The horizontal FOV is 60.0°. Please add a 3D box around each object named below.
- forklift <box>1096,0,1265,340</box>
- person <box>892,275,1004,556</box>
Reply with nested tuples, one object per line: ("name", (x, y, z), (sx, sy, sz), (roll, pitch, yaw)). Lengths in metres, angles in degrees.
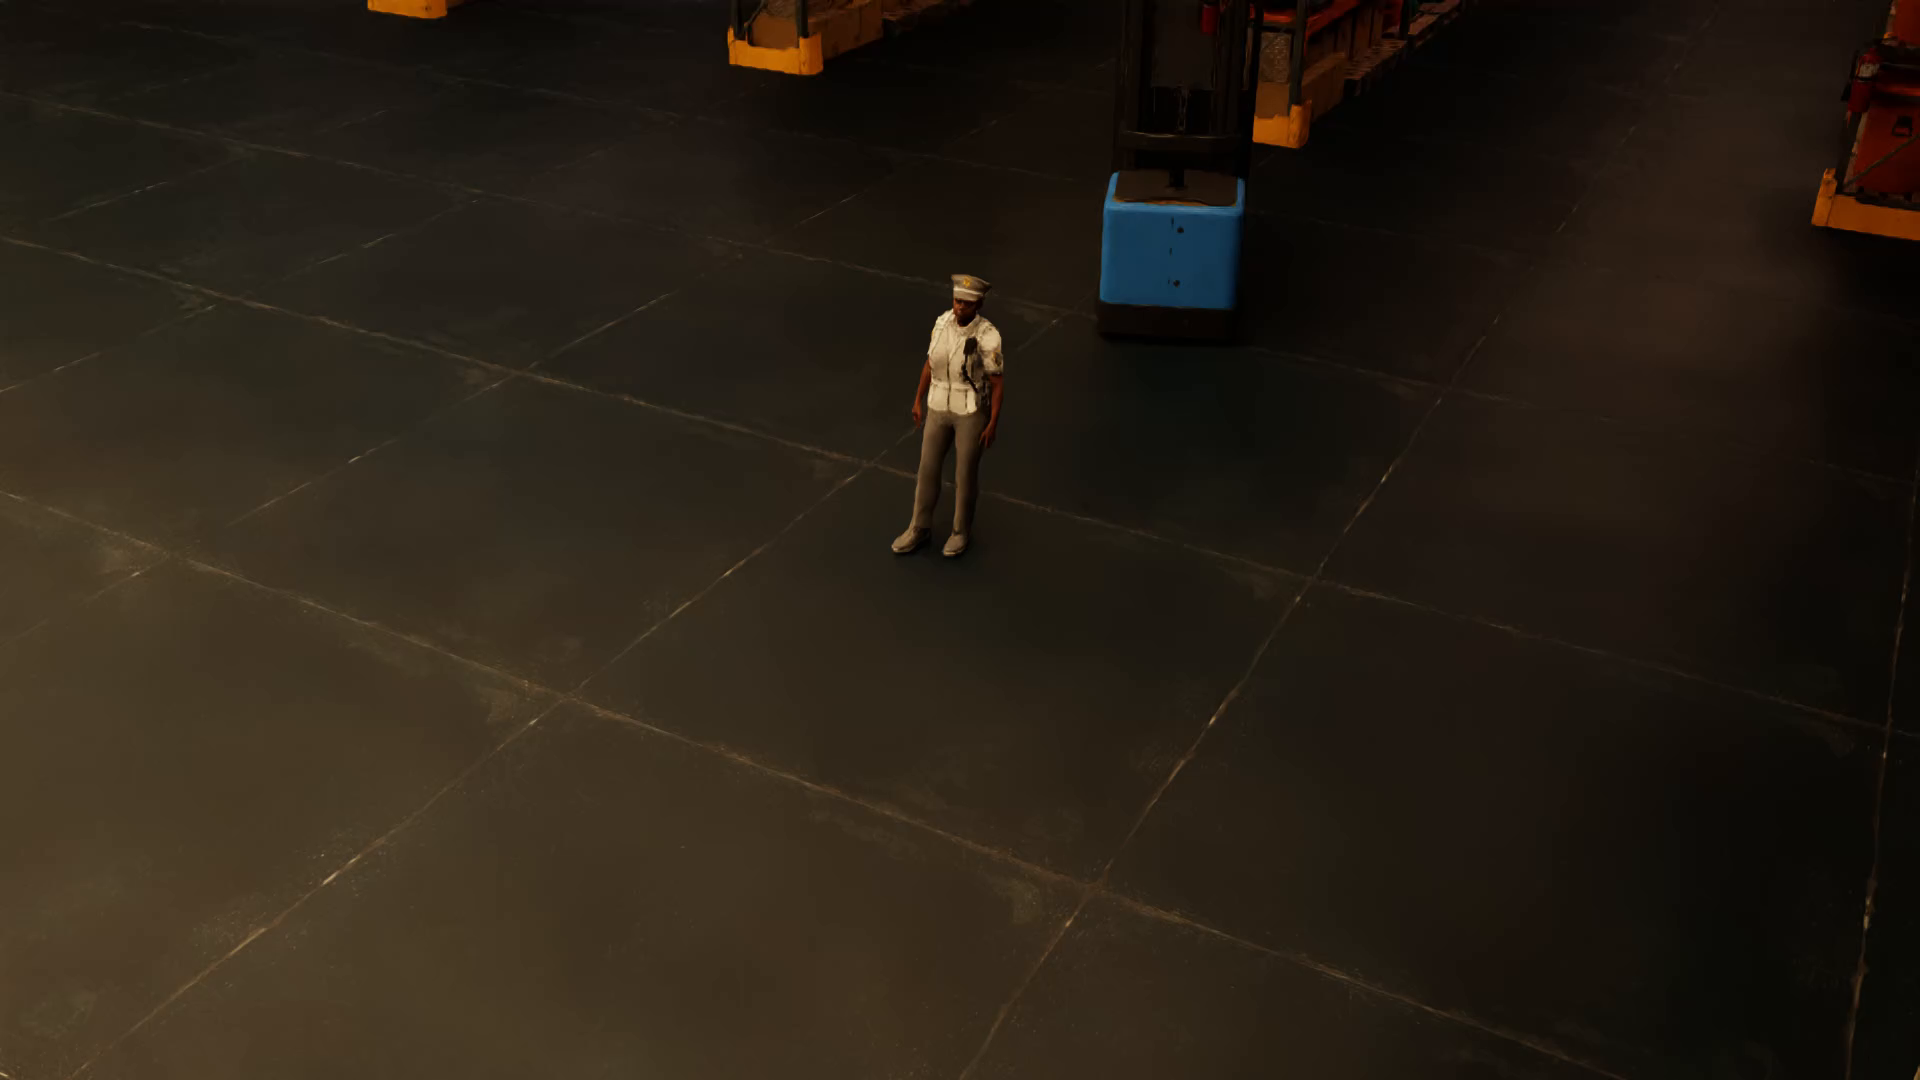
("forklift", (1.778, -3.488, 13.114), (1.130, 2.935, 3.031), (4, 30, 8))
("person", (-0.062, -0.715, 9.531), (0.550, 1.695, 0.529), (15, 33, 25))
